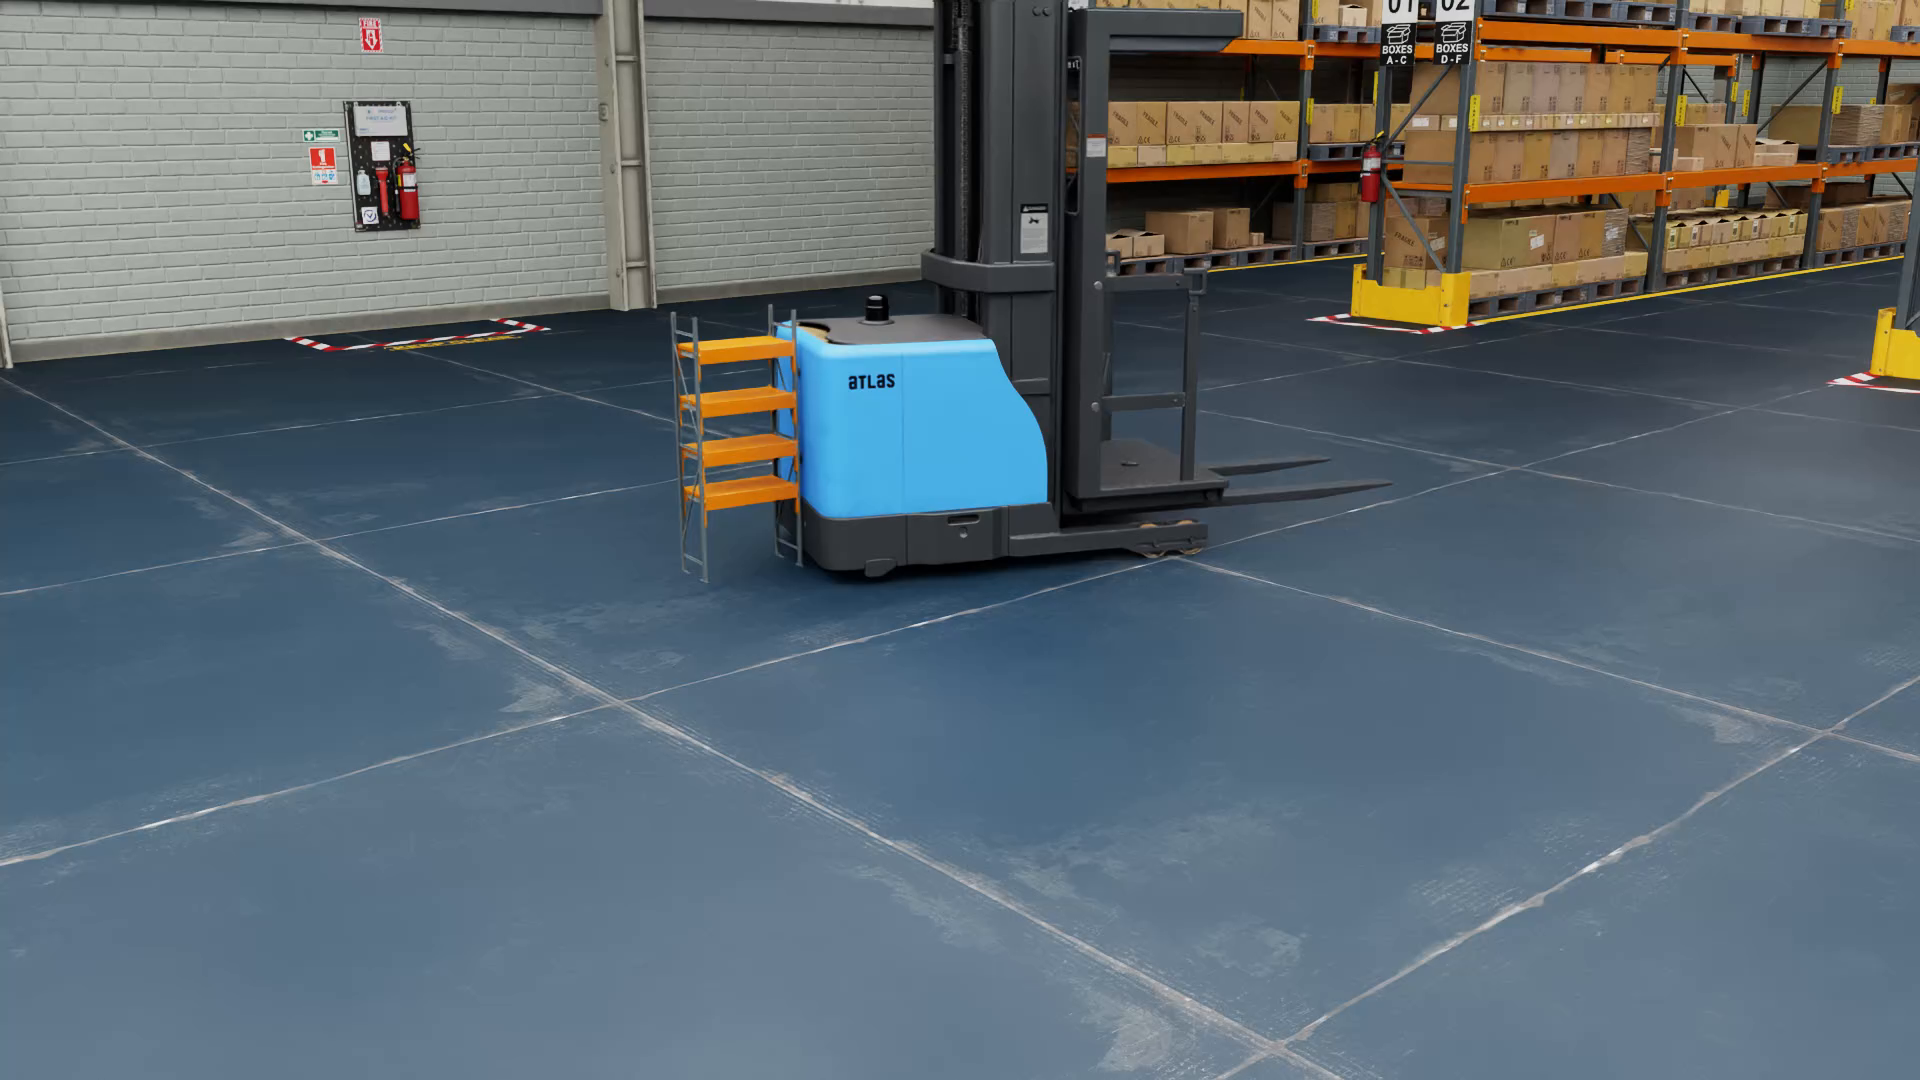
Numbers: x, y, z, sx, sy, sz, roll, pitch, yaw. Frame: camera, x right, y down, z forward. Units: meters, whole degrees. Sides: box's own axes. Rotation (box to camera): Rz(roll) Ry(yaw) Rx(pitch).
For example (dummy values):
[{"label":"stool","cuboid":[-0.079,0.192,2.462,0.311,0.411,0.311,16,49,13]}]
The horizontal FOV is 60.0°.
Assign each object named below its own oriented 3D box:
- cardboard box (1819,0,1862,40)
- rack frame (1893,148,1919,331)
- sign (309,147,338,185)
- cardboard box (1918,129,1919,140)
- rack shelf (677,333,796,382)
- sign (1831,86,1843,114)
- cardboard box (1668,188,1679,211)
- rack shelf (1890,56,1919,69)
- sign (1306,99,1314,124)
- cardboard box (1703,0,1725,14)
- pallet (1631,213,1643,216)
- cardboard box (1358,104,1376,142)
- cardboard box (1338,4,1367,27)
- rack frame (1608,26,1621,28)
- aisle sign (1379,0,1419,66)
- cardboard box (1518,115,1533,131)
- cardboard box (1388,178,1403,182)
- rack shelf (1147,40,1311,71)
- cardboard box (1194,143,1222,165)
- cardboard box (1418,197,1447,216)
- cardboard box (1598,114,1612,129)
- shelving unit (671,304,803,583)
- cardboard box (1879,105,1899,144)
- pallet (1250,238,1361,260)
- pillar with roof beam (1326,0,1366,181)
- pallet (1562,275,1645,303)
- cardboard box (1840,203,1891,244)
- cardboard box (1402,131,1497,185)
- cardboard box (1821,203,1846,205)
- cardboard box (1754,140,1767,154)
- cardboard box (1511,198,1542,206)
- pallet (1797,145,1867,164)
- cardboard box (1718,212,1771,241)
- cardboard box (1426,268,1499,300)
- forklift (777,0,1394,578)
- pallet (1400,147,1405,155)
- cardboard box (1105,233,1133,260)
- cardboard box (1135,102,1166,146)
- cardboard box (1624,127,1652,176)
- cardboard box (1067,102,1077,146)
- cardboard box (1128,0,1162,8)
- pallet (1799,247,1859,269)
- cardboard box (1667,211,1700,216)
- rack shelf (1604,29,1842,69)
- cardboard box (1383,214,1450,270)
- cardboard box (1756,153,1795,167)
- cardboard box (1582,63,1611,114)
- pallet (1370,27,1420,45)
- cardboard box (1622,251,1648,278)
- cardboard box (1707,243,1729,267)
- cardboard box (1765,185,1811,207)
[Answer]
[{"label":"cardboard box","cuboid":[10.770,-6.558,20.981,0.500,0.500,0.910,-13,19,-39]},{"label":"rack frame","cuboid":[7.676,-2.660,12.394,0.127,3.000,1.000,-13,19,-39]},{"label":"sign","cuboid":[-5.767,-3.391,15.064,0.234,0.329,0.001,-13,19,-39]},{"label":"cardboard box","cuboid":[14.043,-5.739,23.729,0.500,0.500,0.500,-12,19,-38]},{"label":"rack shelf","cuboid":[-1.013,-0.825,7.491,0.480,0.148,0.258,-10,18,-33]},{"label":"sign","cuboid":[10.829,-5.432,20.528,0.005,0.325,0.100,-13,19,-39]},{"label":"cardboard box","cuboid":[12.024,-5.986,28.877,0.500,0.500,0.700,-13,20,-41]},{"label":"rack shelf","cuboid":[14.989,-7.098,24.591,4.000,0.370,1.077,-13,19,-39]},{"label":"sign","cuboid":[4.552,-5.580,21.649,0.005,0.325,0.100,-13,19,-39]},{"label":"cardboard box","cuboid":[8.329,-6.078,18.856,0.500,0.250,0.500,14,20,42]},{"label":"pallet","cuboid":[10.850,-5.387,28.010,1.213,0.211,1.003,-13,19,-39]},{"label":"cardboard box","cuboid":[5.499,-5.817,23.169,0.500,0.500,0.700,-10,18,-32]},{"label":"cardboard box","cuboid":[5.120,-7.056,22.401,0.500,0.311,0.500,-12,19,-38]},{"label":"rack frame","cuboid":[10.225,-9.519,26.451,0.127,3.000,1.000,-13,19,-39]},{"label":"aisle sign","cuboid":[4.185,-4.926,15.844,0.004,0.787,0.394,-13,19,-39]},{"label":"cardboard box","cuboid":[5.443,-4.140,16.487,0.250,0.149,0.380,-13,20,-40]},{"label":"cardboard box","cuboid":[6.228,-5.094,24.047,0.500,0.250,0.500,-12,19,-38]},{"label":"rack shelf","cuboid":[2.682,-6.029,20.589,4.000,0.370,1.077,-13,19,-39]},{"label":"cardboard box","cuboid":[2.903,-4.807,20.687,0.500,0.250,0.500,-12,19,-39]},{"label":"cardboard box","cuboid":[6.699,-4.816,24.459,0.500,0.500,0.700,-12,19,-39]},{"label":"cardboard box","cuboid":[6.612,-4.404,17.474,0.250,0.149,0.380,-13,20,-40]},{"label":"shelving unit","cuboid":[-1.013,-0.445,7.592,0.503,1.200,0.258,-10,18,-33]},{"label":"cardboard box","cuboid":[12.188,-5.597,22.385,0.700,0.500,0.500,10,18,33]},{"label":"pallet","cuboid":[4.777,-4.051,23.006,1.213,0.211,1.003,-13,19,-39]},{"label":"pillar with roof beam","cuboid":[8.485,-7.952,20.582,0.400,9.000,9.100,-13,19,-39]},{"label":"pallet","cuboid":[6.818,-2.828,18.429,1.213,0.211,1.003,-13,19,-39]},{"label":"cardboard box","cuboid":[12.157,-4.269,22.412,0.500,0.500,0.500,-14,20,-41]},{"label":"cardboard box","cuboid":[4.788,-3.749,16.280,0.500,0.500,0.700,-13,19,-39]},{"label":"cardboard box","cuboid":[11.796,-4.366,22.776,0.500,0.500,0.500,-14,20,-41]},{"label":"cardboard box","cuboid":[9.661,-4.823,20.666,0.500,0.311,0.500,-13,20,-40]},{"label":"cardboard box","cuboid":[8.514,-5.354,25.833,0.750,0.750,0.750,-13,20,-40]},{"label":"pallet","cuboid":[10.928,-5.015,21.586,1.003,0.211,1.213,-13,19,-39]},{"label":"cardboard box","cuboid":[9.459,-3.814,20.144,0.500,0.311,0.500,-13,20,-40]},{"label":"cardboard box","cuboid":[4.978,-2.546,16.485,0.500,0.250,0.500,-13,19,-39]},{"label":"forklift","cuboid":[0.673,-1.452,8.005,3.031,2.935,1.130,-5,16,-18]},{"label":"pallet","cuboid":[6.740,-5.709,24.183,1.003,0.211,1.213,-13,19,-39]},{"label":"cardboard box","cuboid":[1.754,-3.601,20.278,0.500,0.311,0.500,13,20,41]},{"label":"cardboard box","cuboid":[2.110,-4.992,19.925,0.500,0.500,0.500,-13,19,-39]},{"label":"cardboard box","cuboid":[7.114,-4.274,18.245,0.500,0.500,0.700,-13,20,-41]},{"label":"cardboard box","cuboid":[1.389,-5.009,19.988,0.500,0.500,0.500,-13,20,-40]},{"label":"cardboard box","cuboid":[2.018,-6.187,19.557,0.500,0.500,0.500,-11,19,-36]},{"label":"pallet","cuboid":[11.051,-3.752,21.886,1.213,0.211,1.003,-13,19,-39]},{"label":"cardboard box","cuboid":[8.710,-3.830,20.203,0.500,0.311,0.500,-13,20,-40]},{"label":"rack shelf","cuboid":[8.954,-5.743,19.518,4.000,0.370,1.077,-13,19,-39]},{"label":"cardboard box","cuboid":[4.637,-3.010,16.767,0.500,0.500,0.500,-13,19,-39]},{"label":"cardboard box","cuboid":[9.965,-4.652,20.341,0.250,0.149,0.380,-13,19,-39]},{"label":"cardboard box","cuboid":[6.356,-4.730,17.439,0.500,0.500,0.700,-13,20,-39]},{"label":"pallet","cuboid":[5.506,-6.884,22.762,1.003,0.211,1.213,-13,19,-39]},{"label":"cardboard box","cuboid":[7.239,-3.055,18.391,0.500,0.250,0.500,-13,19,-39]},{"label":"cardboard box","cuboid":[8.687,-3.371,19.573,0.500,0.250,0.500,-13,20,-41]},{"label":"cardboard box","cuboid":[11.054,-4.561,22.052,0.500,0.250,0.500,-12,19,-37]}]
